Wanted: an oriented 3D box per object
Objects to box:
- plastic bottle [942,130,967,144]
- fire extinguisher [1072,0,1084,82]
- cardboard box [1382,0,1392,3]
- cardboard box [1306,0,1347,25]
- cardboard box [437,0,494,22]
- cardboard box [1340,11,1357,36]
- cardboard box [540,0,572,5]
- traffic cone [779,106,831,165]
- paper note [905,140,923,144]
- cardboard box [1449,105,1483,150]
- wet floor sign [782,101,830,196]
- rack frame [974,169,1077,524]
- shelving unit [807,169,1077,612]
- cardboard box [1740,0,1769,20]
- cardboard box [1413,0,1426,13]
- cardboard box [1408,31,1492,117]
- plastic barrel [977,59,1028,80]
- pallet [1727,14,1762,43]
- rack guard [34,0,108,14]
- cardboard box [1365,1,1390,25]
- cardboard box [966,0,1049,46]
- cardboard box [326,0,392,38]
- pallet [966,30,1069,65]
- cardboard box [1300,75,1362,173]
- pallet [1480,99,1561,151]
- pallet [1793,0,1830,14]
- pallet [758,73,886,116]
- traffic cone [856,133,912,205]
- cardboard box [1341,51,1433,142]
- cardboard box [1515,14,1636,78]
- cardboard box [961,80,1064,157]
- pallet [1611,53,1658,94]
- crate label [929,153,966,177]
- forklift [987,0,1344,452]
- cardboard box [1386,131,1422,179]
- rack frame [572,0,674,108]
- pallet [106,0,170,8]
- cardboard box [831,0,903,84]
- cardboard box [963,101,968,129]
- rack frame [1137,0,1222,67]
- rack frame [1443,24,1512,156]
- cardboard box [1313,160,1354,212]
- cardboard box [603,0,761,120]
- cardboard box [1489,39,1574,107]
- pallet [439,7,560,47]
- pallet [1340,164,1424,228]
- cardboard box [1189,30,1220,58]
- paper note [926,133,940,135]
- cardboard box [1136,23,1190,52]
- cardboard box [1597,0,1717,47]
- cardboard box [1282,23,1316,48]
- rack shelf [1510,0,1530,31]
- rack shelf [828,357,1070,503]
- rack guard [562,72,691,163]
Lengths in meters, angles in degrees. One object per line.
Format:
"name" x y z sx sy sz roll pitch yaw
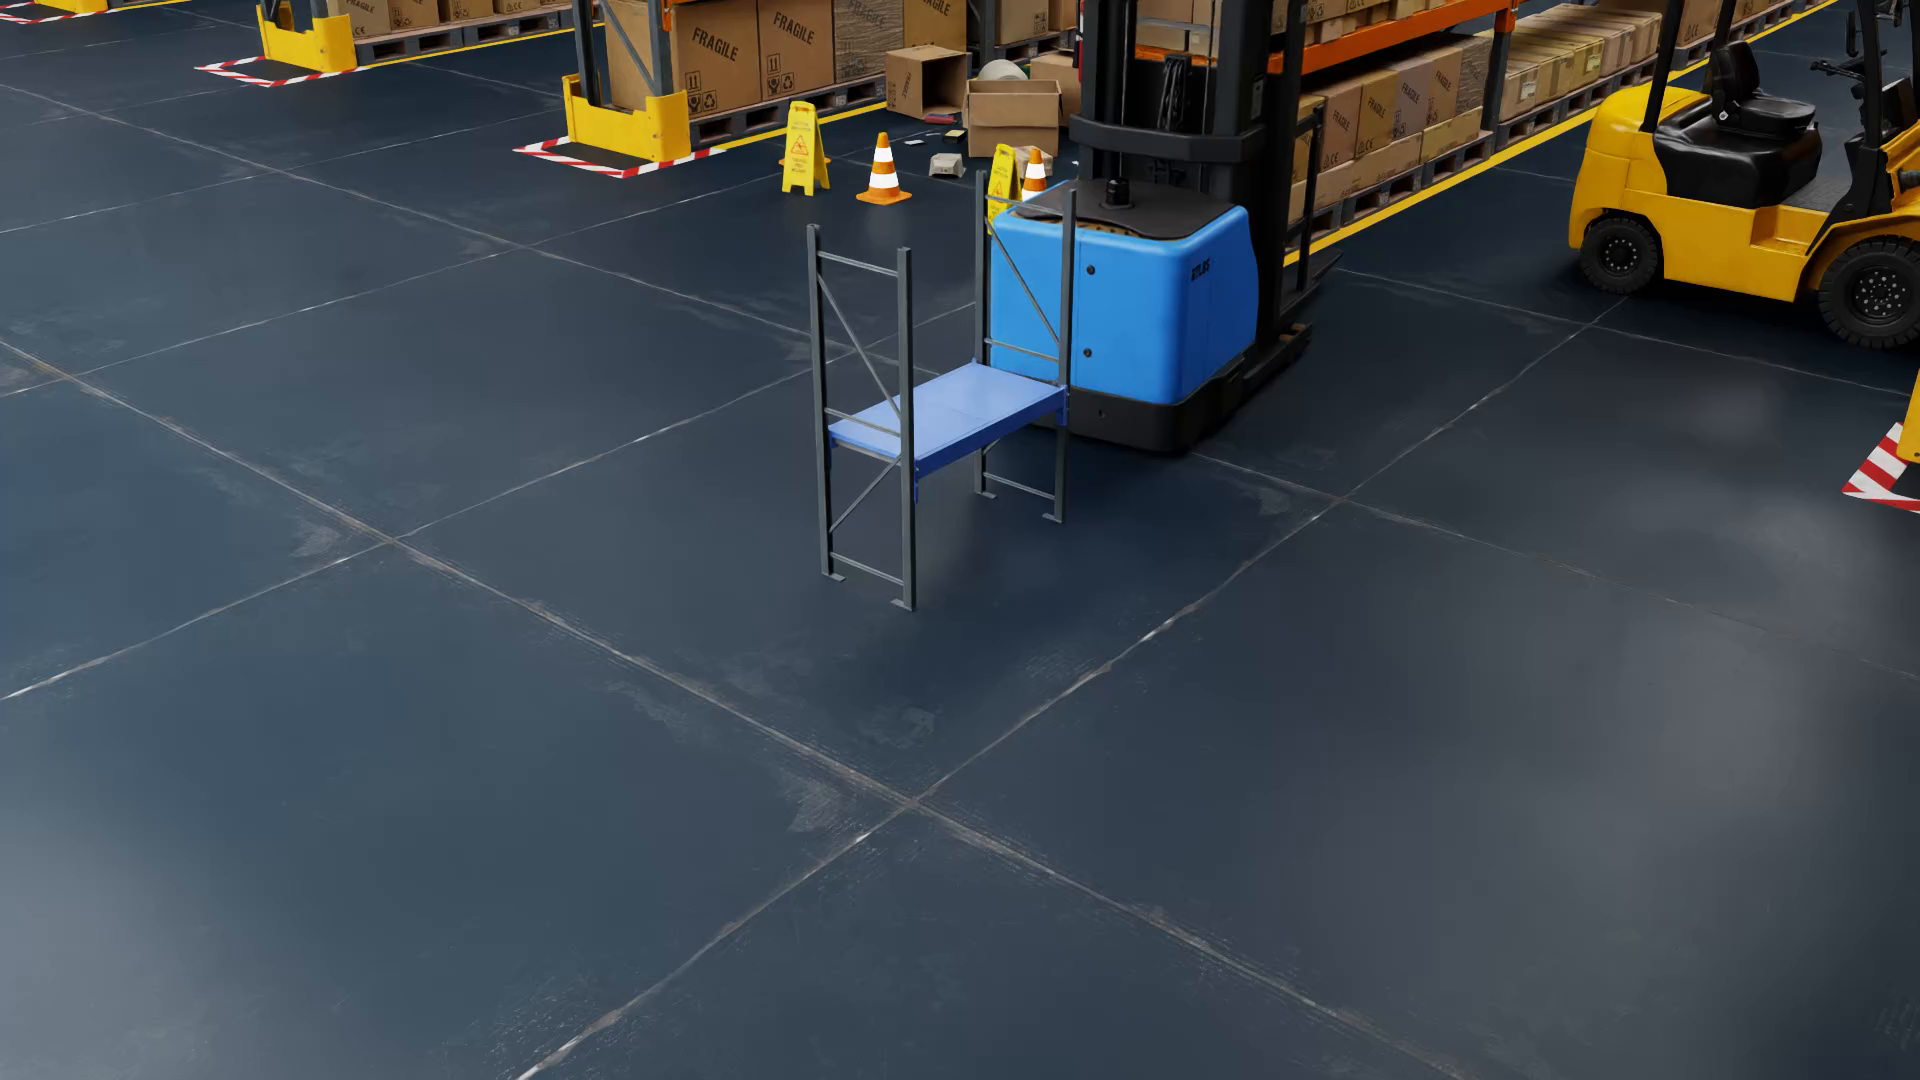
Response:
"plastic bottle" -0.036 -3.294 13.550 0.133 0.061 0.283 9 29 17
"fire extinguisher" 0.816 -3.141 10.142 0.296 0.674 0.183 21 34 34
"cardboard box" 2.727 -3.893 11.079 0.500 0.500 0.500 20 33 33
"cardboard box" 2.087 -3.530 10.376 0.500 0.500 0.500 22 35 36
"cardboard box" -5.225 -5.709 17.285 0.500 0.500 0.500 25 36 39
"cardboard box" 2.337 -3.372 10.777 0.380 0.149 0.250 22 34 36
"cardboard box" -4.502 -6.137 18.112 0.500 0.500 0.500 -16 31 -28
"traffic cone" -1.206 -3.139 12.814 0.336 0.463 0.334 21 34 34
"paper note" -0.358 -3.218 13.439 0.142 0.017 0.144 -15 31 -27
"cardboard box" 3.620 -3.177 12.662 0.500 0.250 0.500 23 35 37
"wet floor sign" -1.130 -2.858 12.072 0.267 0.644 0.232 15 31 26
"rack frame" 0.269 -0.816 7.195 0.500 1.500 0.032 21 34 34
"shelving unit" -0.054 -0.636 6.847 0.538 1.500 1.048 21 34 34
"cardboard box" 7.976 -6.013 17.465 0.875 0.875 0.875 22 35 36
"cardboard box" 2.990 -3.742 11.492 0.380 0.149 0.250 20 33 34
"cardboard box" 3.620 -3.510 12.490 0.500 0.500 0.500 20 34 34
"plastic barrel" 0.367 -3.916 14.359 0.421 0.421 0.512 -5 28 -9
"pallet" 7.669 -5.368 17.396 1.003 0.211 1.213 21 34 34
"rack guard" -10.212 -6.356 18.992 1.175 0.500 0.348 21 34 34
"cardboard box" 2.649 -3.568 11.156 0.380 0.149 0.250 20 33 33
"cardboard box" 0.231 -5.344 16.308 1.050 0.750 0.750 21 34 34
"cardboard box" -5.992 -5.271 16.437 0.500 0.500 0.500 -21 34 -35
"pallet" 0.338 -4.968 16.623 1.003 0.211 1.213 21 34 34
"cardboard box" 2.315 -2.780 11.079 0.500 0.500 0.500 19 33 33
"pallet" 4.283 -3.538 13.859 1.003 0.211 1.213 21 34 34
"pallet" 9.422 -6.344 19.284 1.003 0.211 1.213 21 34 34
"pallet" -1.415 -3.991 14.735 1.003 0.211 1.213 21 34 34
"traffic cone" -0.550 -2.688 11.943 0.336 0.463 0.334 21 34 34
"cardboard box" 2.974 -3.148 11.790 0.500 0.500 0.500 23 35 37
"cardboard box" 5.503 -4.476 15.041 0.950 0.372 0.625 20 33 33
"cardboard box" 0.409 -3.336 13.150 0.797 0.503 0.637 0 27 0
"pallet" 5.835 -4.403 15.531 1.003 0.211 1.213 21 34 34
"crate label" -0.098 -2.840 12.591 0.250 0.136 0.298 4 28 8
"forklift" 1.309 -2.359 8.620 1.130 2.935 3.031 15 31 26
"cardboard box" 2.962 -2.806 11.946 0.500 0.250 0.500 21 34 35
"rack frame" -2.639 -4.492 12.670 1.000 3.000 0.127 21 34 34
"pallet" -9.691 -6.514 19.612 1.003 0.211 1.213 21 34 34
"cardboard box" -1.119 -4.630 14.791 0.875 0.875 0.875 21 34 35
"cardboard box" 0.233 -3.549 13.821 0.258 0.266 0.396 -21 34 -35
"rack frame" 1.245 -3.082 9.942 1.000 3.000 0.127 21 34 34
"rack frame" 3.789 -4.500 12.684 1.000 3.000 0.127 21 34 34
"cardboard box" 2.302 -2.431 11.220 0.500 0.250 0.500 22 35 36
"cardboard box" -2.259 -3.995 13.563 0.875 0.875 0.875 21 34 35
"cardboard box" 4.575 -3.962 14.047 0.950 0.372 0.625 23 35 37
"pallet" -5.033 -5.475 17.603 1.003 0.211 1.213 21 34 34
"pallet" 2.613 -2.578 12.004 1.003 0.211 1.213 21 34 34
"cardboard box" 1.621 -3.030 10.116 0.380 0.149 0.250 21 34 35
"paper note" -0.218 -3.344 13.703 0.123 0.001 0.032 -10 29 -18
"cardboard box" 1.318 -3.165 10.377 0.380 0.149 0.250 22 35 36
"cardboard box" 6.837 -5.381 16.243 0.875 0.875 0.875 20 34 34
"cardboard box" 2.002 -3.194 10.433 0.380 0.149 0.250 20 33 33
"rack shelf" 5.061 -4.889 14.220 1.077 0.370 4.000 21 34 34
"rack shelf" -0.054 -0.476 6.930 0.538 0.185 1.000 21 34 34
"rack guard" -2.654 -3.374 13.227 1.175 0.500 0.348 21 34 34
